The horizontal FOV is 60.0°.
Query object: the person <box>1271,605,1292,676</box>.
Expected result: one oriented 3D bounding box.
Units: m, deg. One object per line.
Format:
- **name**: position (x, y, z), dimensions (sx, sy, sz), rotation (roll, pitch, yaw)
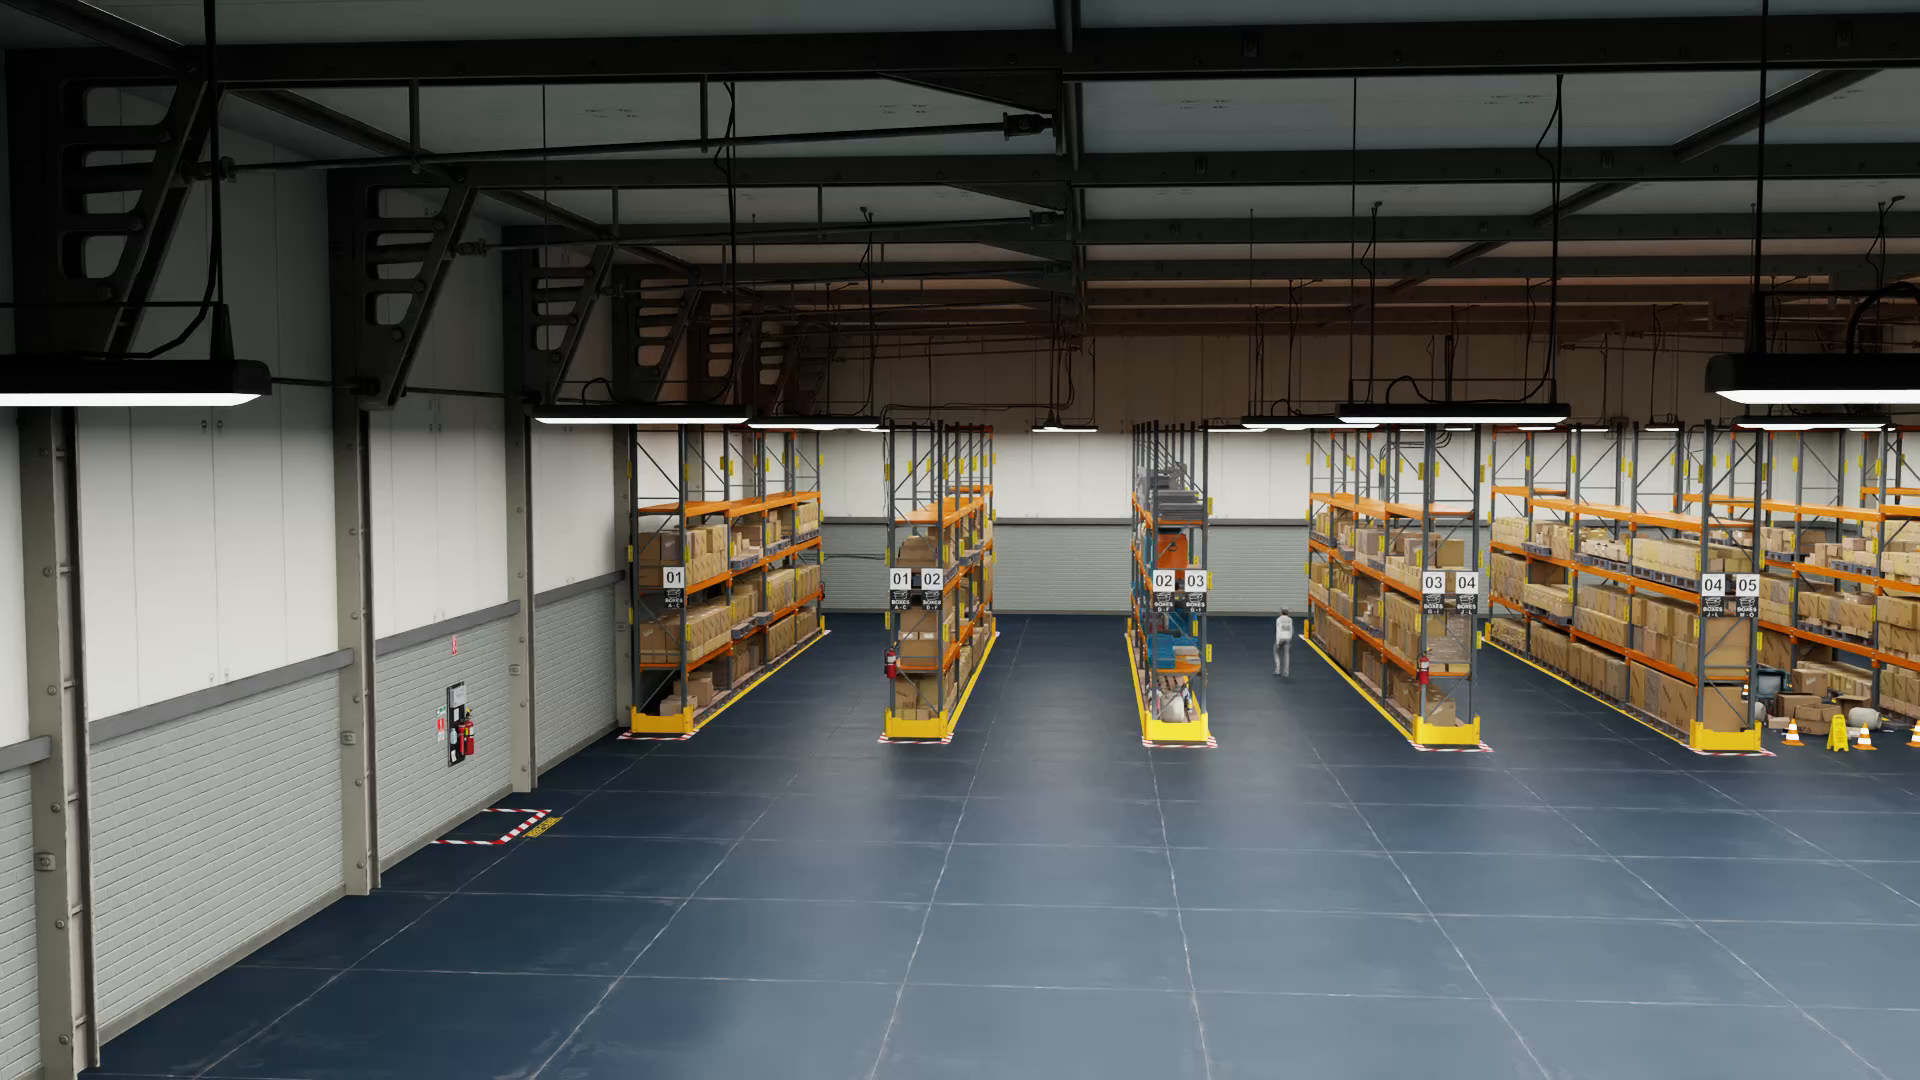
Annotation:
- **person**: position (7.687, 2.416, 39.414), dimensions (0.470, 1.724, 0.591), rotation (-1, 4, -8)
